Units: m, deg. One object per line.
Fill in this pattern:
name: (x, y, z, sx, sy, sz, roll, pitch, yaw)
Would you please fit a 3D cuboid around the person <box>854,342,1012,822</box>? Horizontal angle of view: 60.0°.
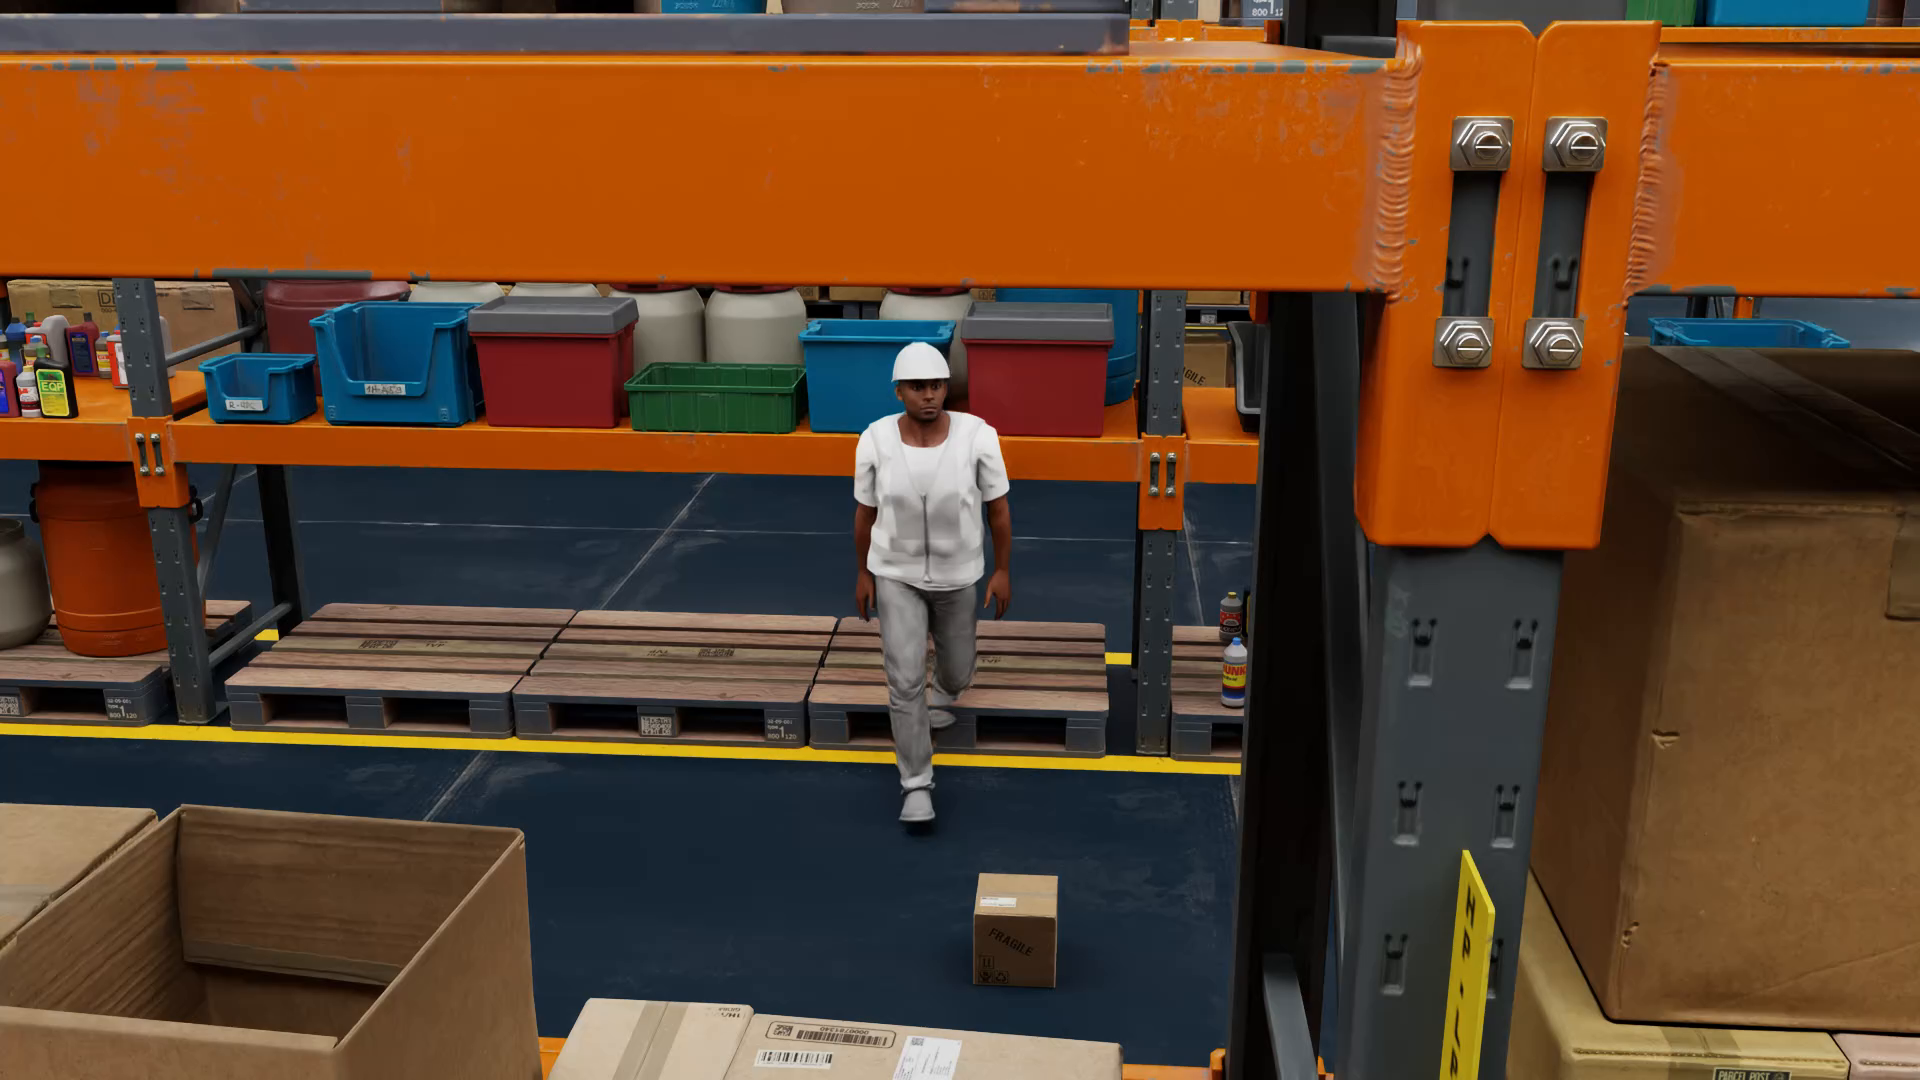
person: (-0.102, 0.113, 6.178, 0.583, 1.742, 0.957, -1, 17, -3)
